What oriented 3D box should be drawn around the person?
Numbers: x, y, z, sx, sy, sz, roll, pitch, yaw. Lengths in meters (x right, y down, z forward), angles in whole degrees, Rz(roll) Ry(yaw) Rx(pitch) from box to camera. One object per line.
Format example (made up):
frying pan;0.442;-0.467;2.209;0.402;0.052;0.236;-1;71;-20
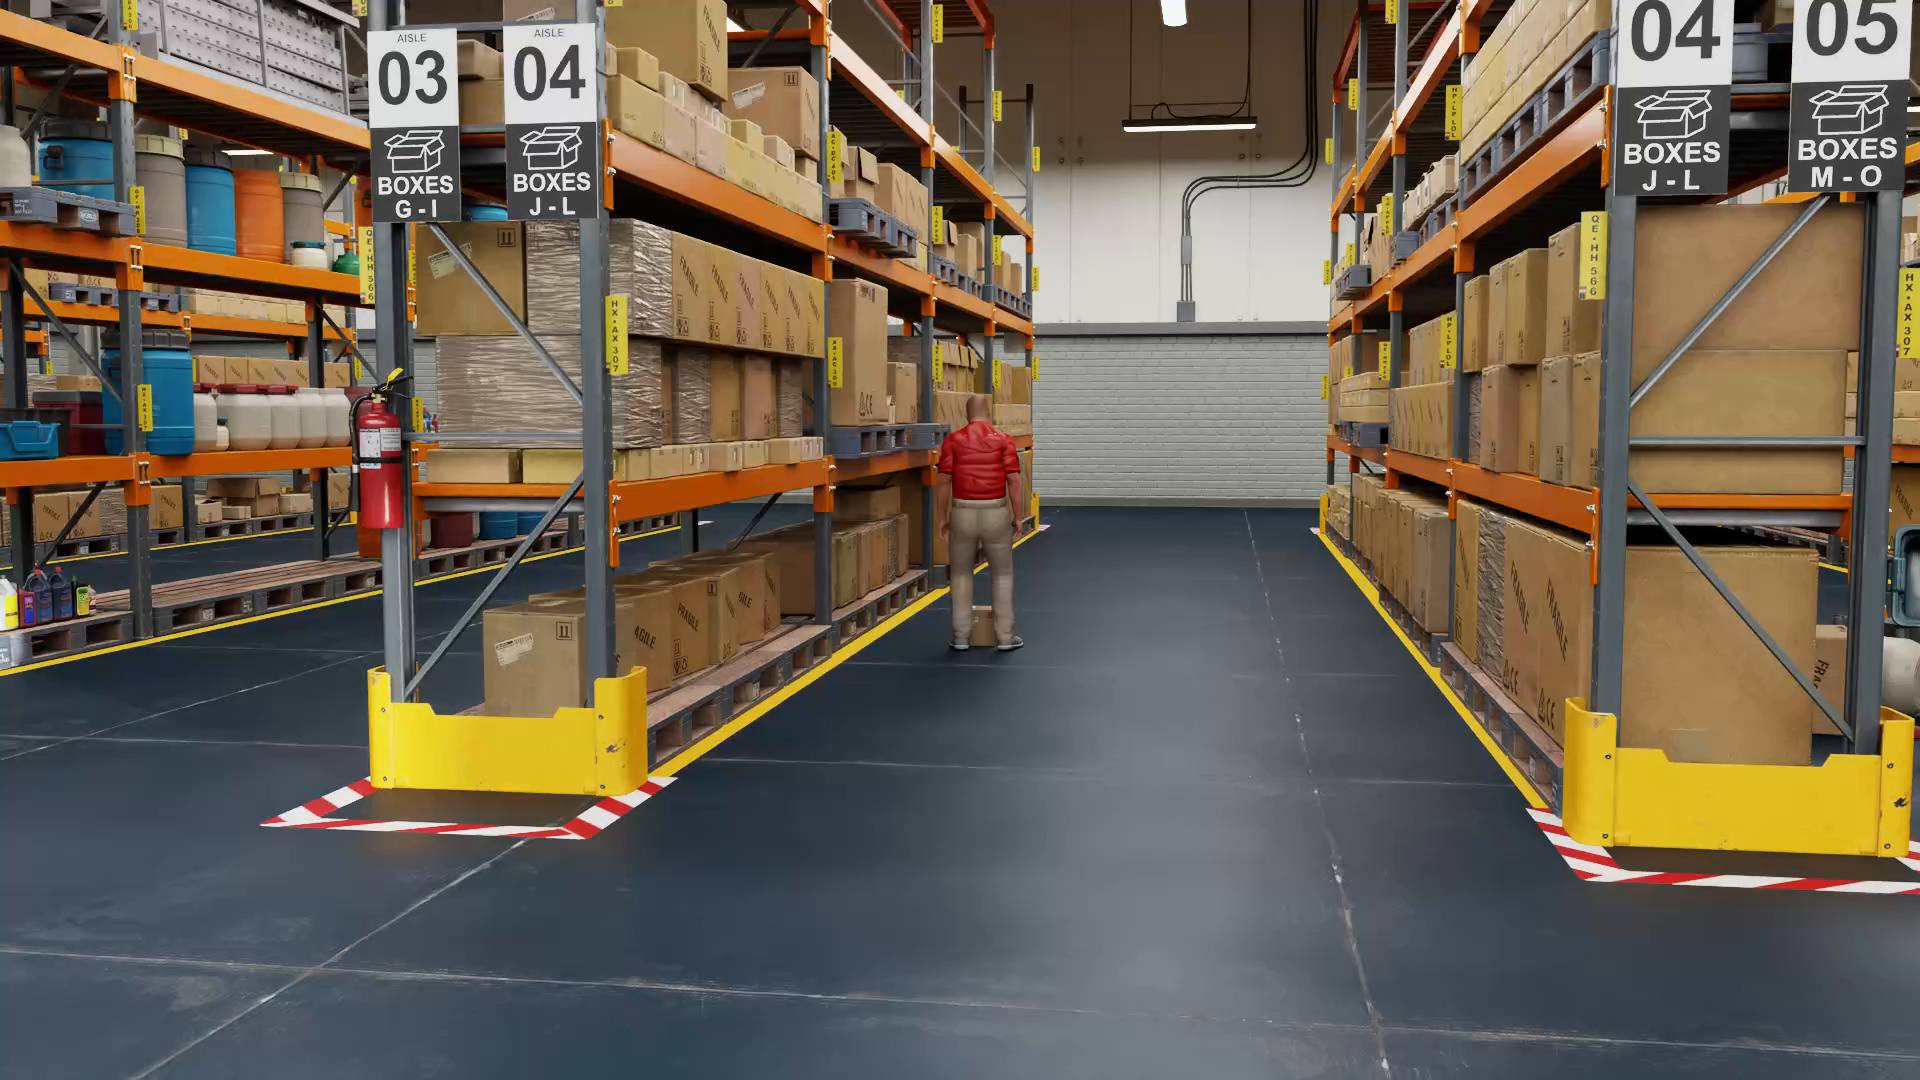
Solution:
person;0.135;-0.121;11.288;0.585;1.727;0.394;0;4;5
